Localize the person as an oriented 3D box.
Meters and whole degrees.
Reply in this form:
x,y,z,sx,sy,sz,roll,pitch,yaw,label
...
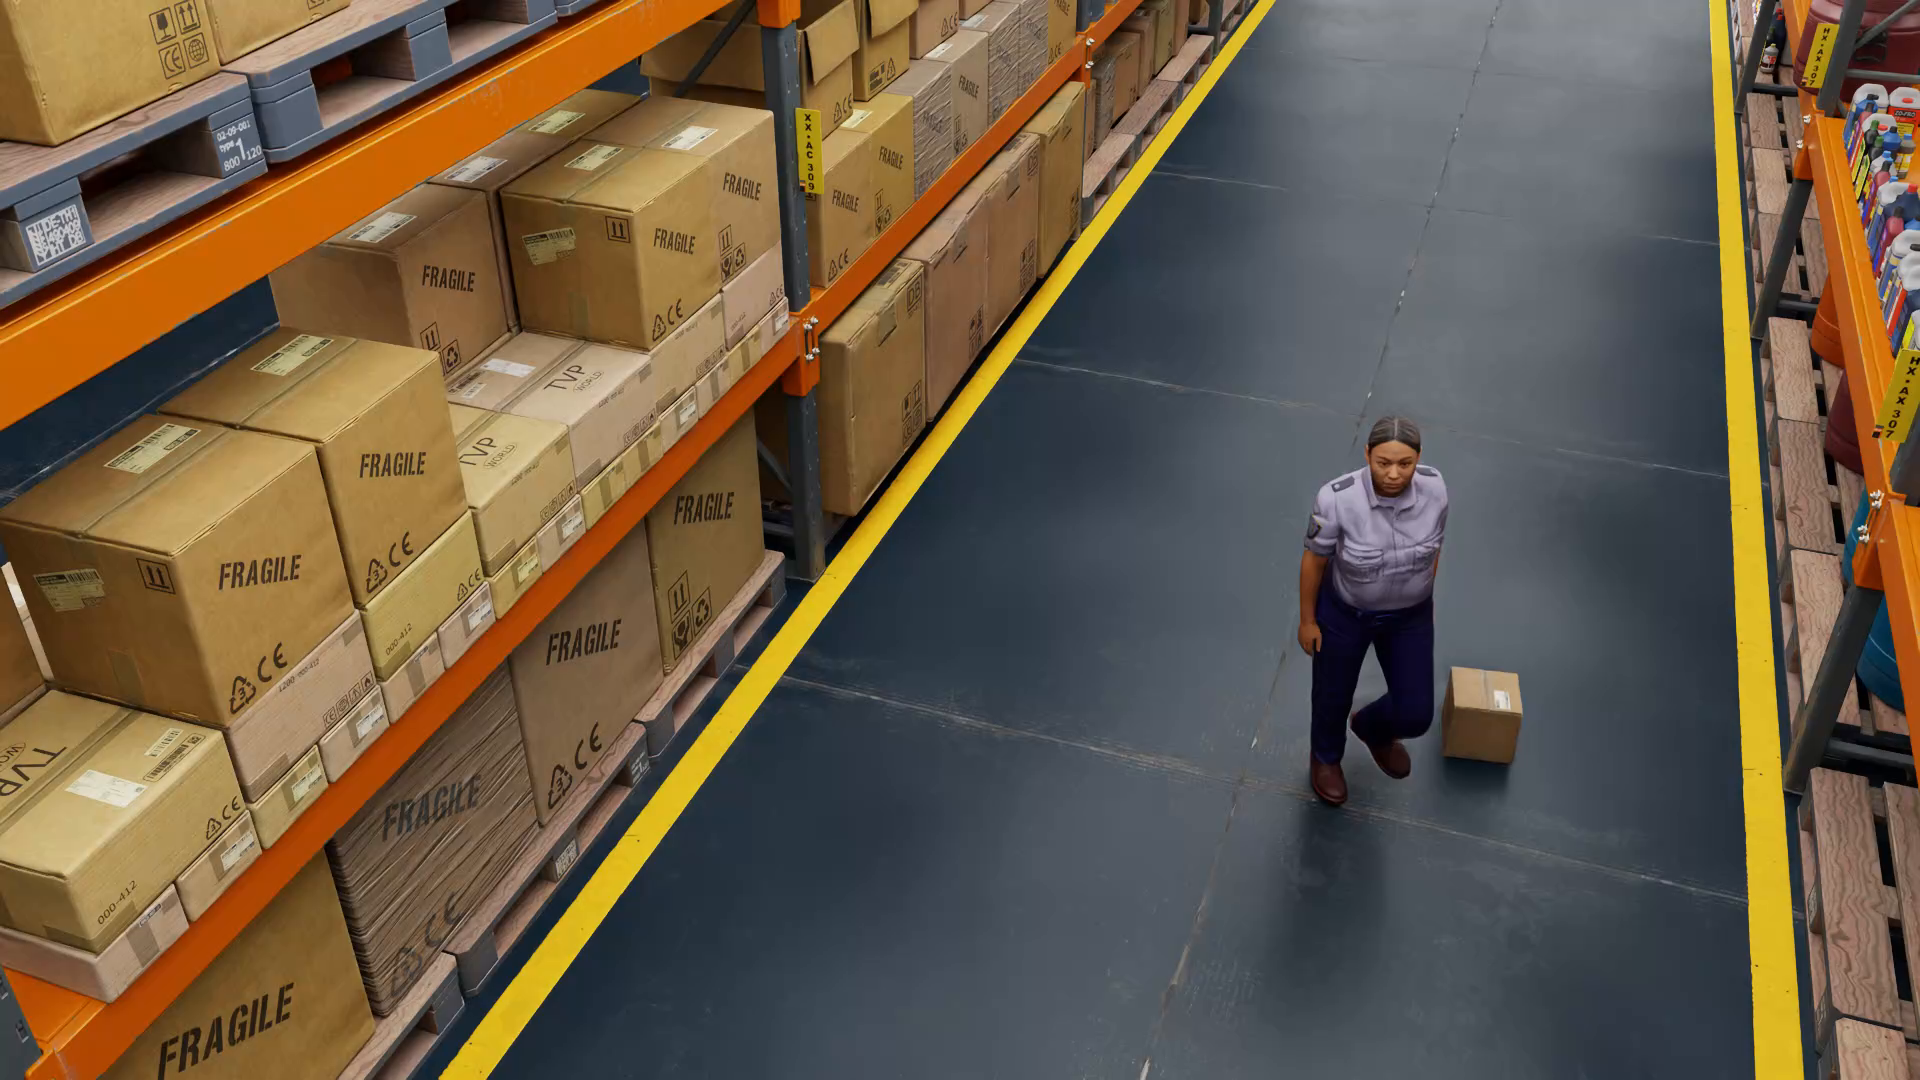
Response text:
x,y,z,sx,sy,sz,roll,pitch,yaw,label
1.419,0.259,5.742,0.541,1.637,0.454,-2,33,-2,person
